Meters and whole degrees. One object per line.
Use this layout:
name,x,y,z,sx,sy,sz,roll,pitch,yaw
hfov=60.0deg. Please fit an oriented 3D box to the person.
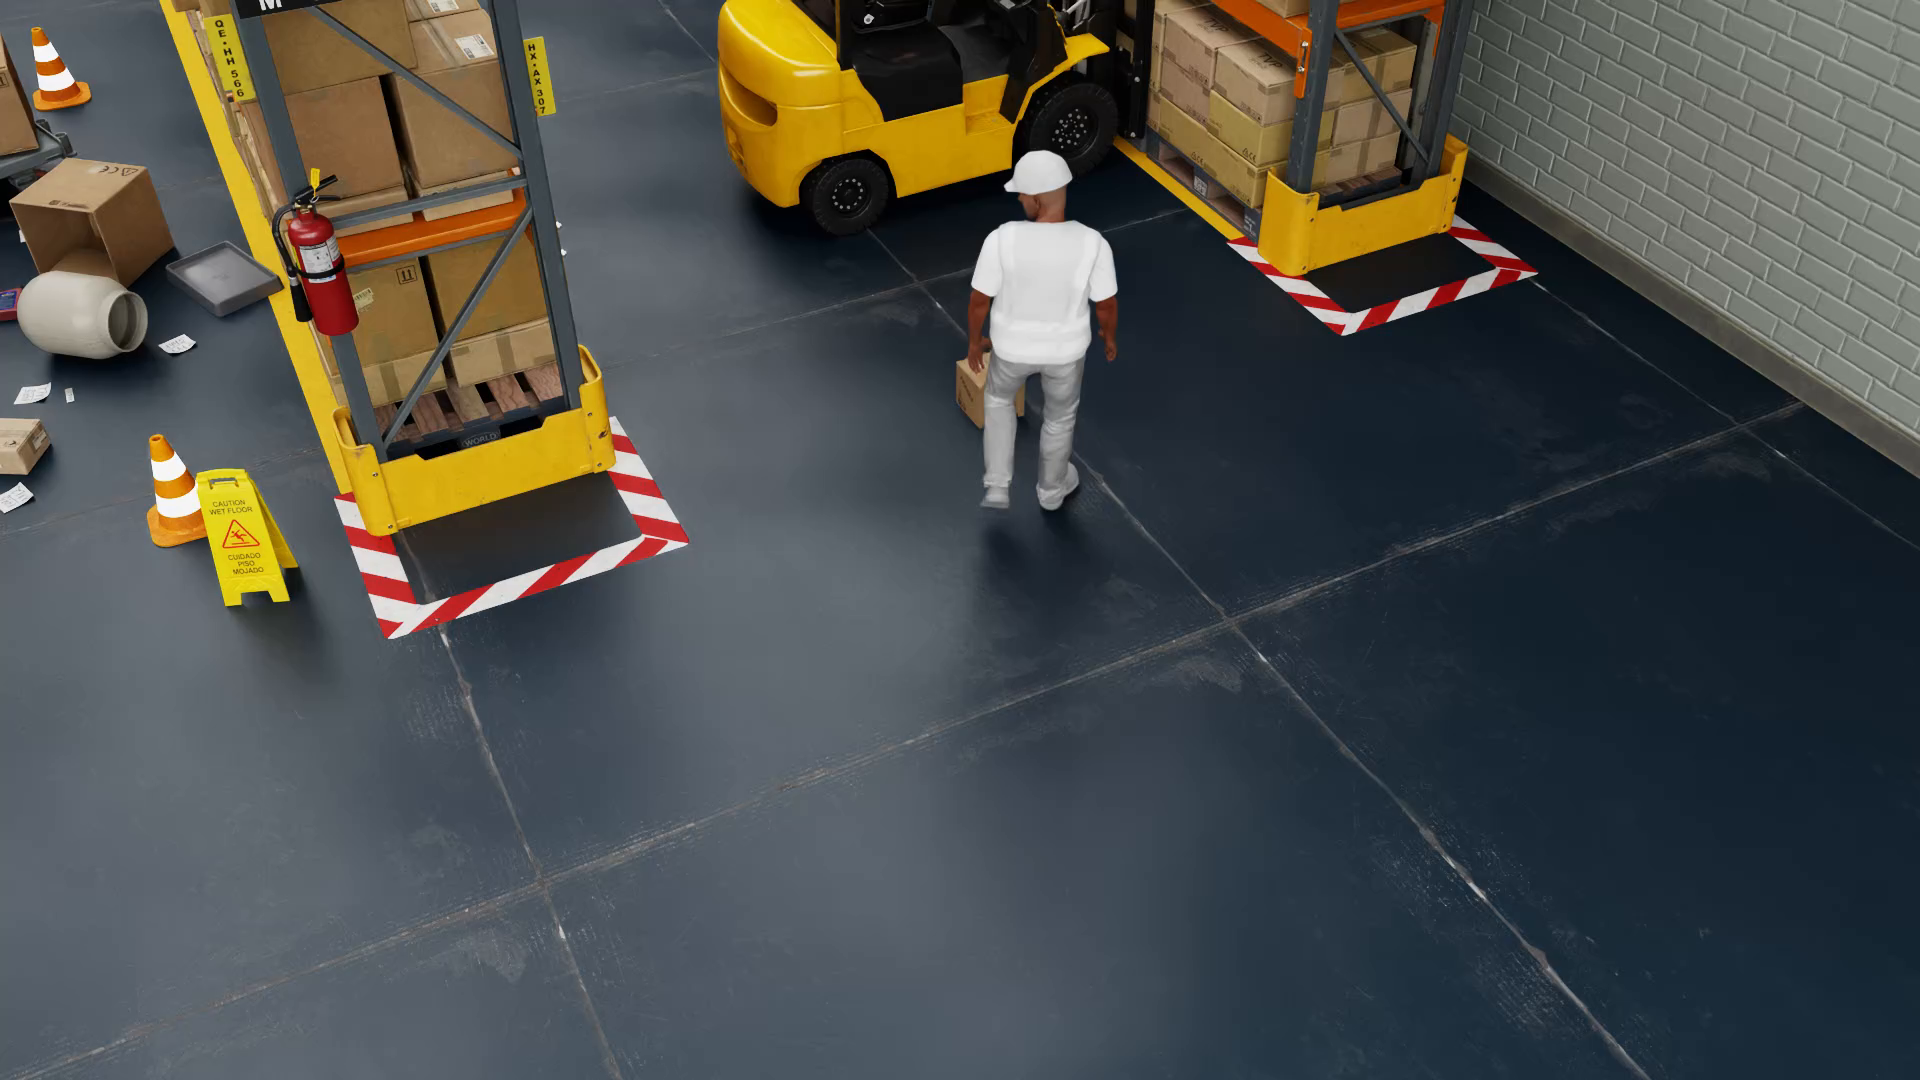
person,0.349,-0.822,7.052,0.631,1.764,0.543,5,41,6
